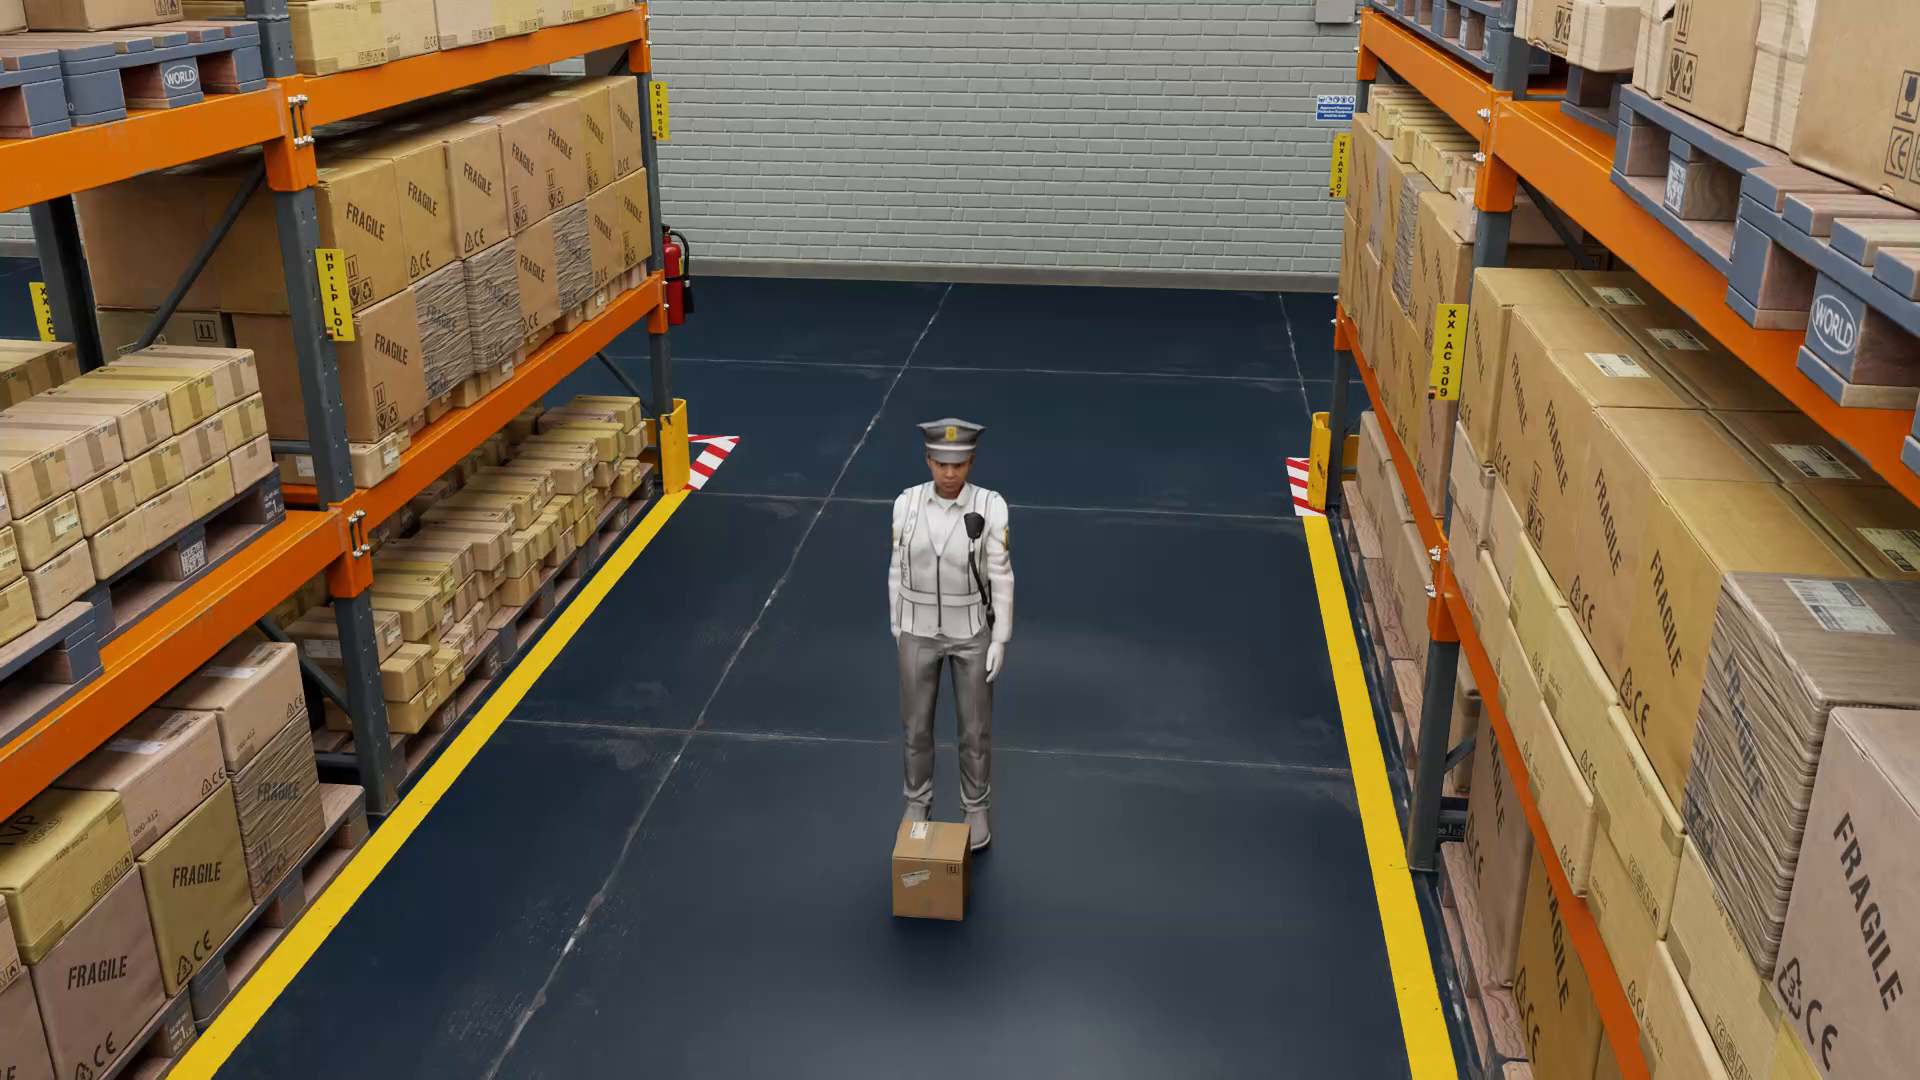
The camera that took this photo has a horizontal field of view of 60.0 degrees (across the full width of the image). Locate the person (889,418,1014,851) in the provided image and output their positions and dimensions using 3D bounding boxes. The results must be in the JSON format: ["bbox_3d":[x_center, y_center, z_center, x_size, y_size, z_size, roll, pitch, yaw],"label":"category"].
[{"bbox_3d":[-0.037,0.355,6.157,0.467,1.679,0.341,3,22,8],"label":"person"}]
